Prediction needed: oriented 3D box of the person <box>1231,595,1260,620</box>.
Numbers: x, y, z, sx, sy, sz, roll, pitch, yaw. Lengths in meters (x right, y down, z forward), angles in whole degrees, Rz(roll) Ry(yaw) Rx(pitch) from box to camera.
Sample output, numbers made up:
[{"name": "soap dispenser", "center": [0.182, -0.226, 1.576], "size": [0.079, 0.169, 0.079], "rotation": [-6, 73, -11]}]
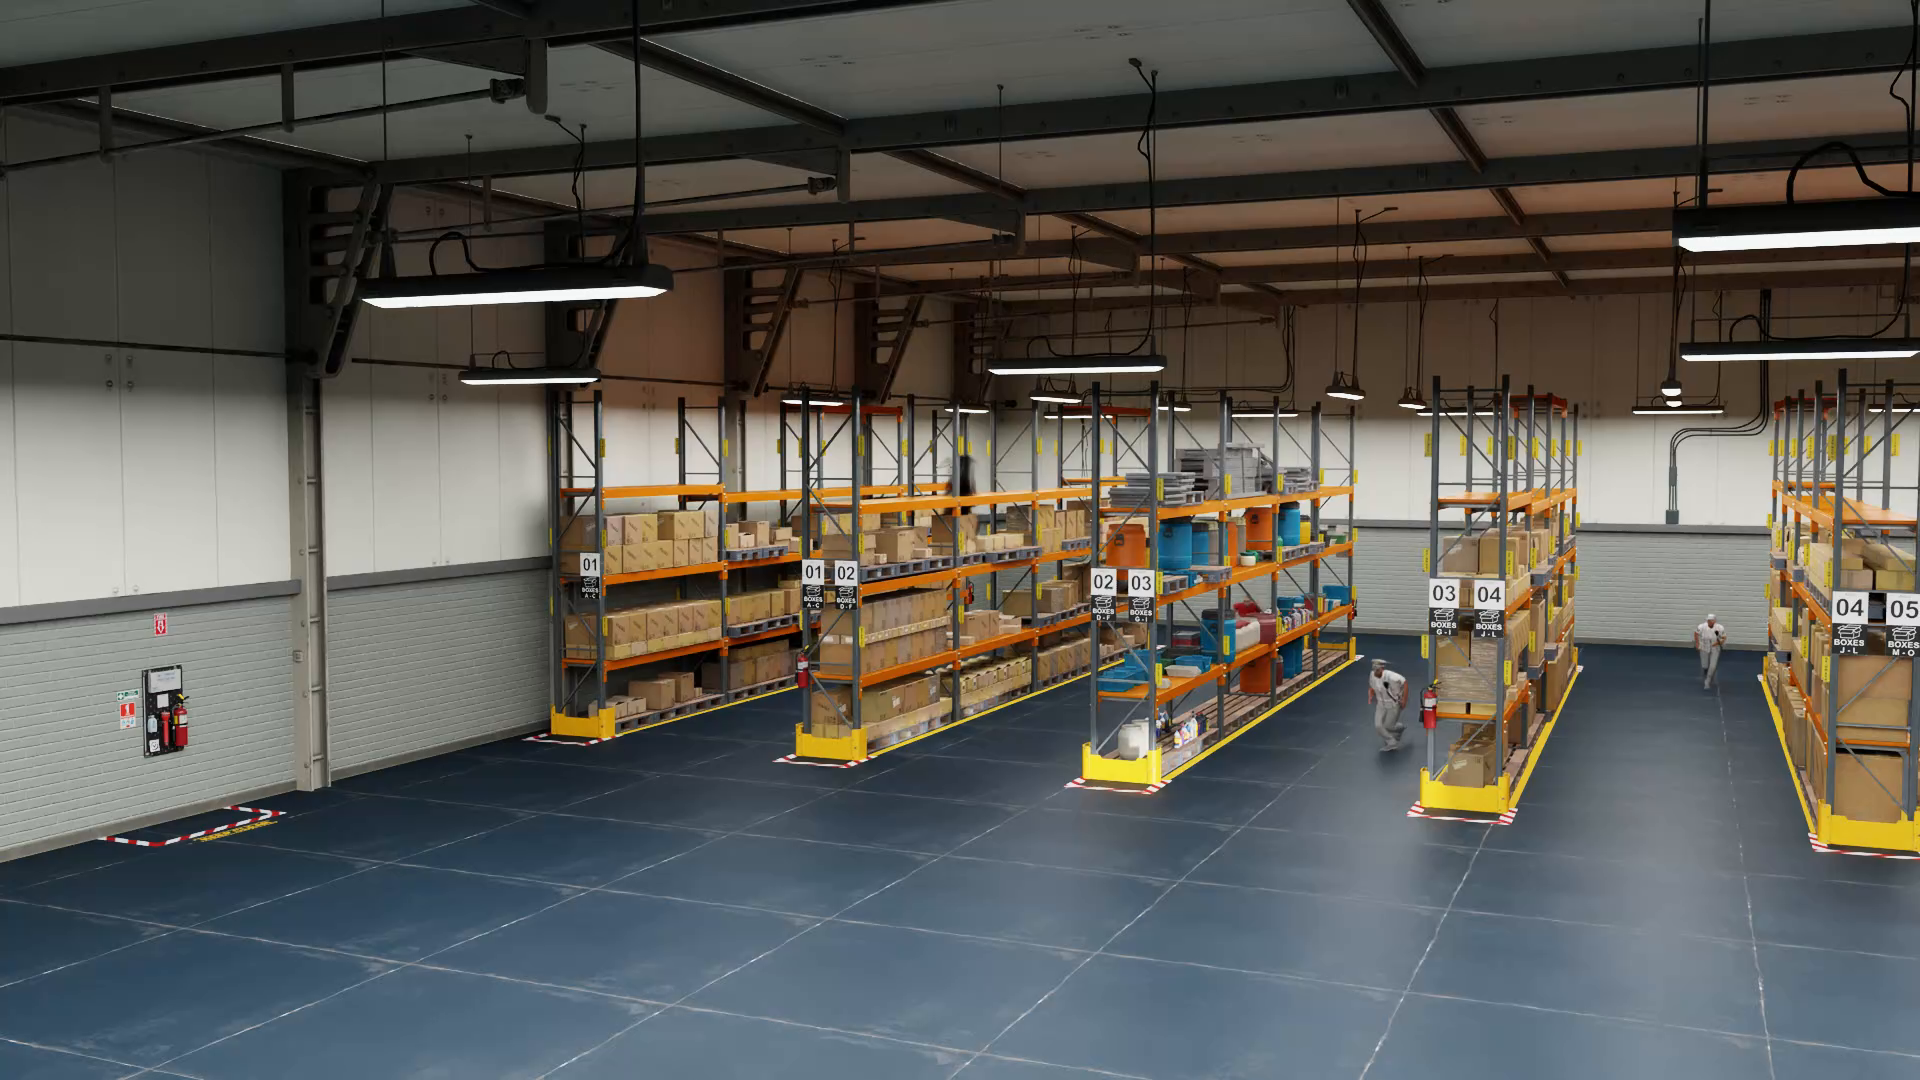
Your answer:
[{"name": "person", "center": [6.766, 2.061, 39.411], "size": [0.686, 1.545, 0.839], "rotation": [1, 3, 11]}]

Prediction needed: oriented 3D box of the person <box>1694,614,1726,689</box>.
[{"name": "person", "center": [15.588, 2.318, 34.570], "size": [0.590, 1.599, 0.695], "rotation": [1, 3, 19]}]

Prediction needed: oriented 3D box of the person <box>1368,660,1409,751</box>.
[{"name": "person", "center": [7.080, 2.722, 27.386], "size": [0.689, 1.558, 0.873], "rotation": [3, 4, 44]}]
